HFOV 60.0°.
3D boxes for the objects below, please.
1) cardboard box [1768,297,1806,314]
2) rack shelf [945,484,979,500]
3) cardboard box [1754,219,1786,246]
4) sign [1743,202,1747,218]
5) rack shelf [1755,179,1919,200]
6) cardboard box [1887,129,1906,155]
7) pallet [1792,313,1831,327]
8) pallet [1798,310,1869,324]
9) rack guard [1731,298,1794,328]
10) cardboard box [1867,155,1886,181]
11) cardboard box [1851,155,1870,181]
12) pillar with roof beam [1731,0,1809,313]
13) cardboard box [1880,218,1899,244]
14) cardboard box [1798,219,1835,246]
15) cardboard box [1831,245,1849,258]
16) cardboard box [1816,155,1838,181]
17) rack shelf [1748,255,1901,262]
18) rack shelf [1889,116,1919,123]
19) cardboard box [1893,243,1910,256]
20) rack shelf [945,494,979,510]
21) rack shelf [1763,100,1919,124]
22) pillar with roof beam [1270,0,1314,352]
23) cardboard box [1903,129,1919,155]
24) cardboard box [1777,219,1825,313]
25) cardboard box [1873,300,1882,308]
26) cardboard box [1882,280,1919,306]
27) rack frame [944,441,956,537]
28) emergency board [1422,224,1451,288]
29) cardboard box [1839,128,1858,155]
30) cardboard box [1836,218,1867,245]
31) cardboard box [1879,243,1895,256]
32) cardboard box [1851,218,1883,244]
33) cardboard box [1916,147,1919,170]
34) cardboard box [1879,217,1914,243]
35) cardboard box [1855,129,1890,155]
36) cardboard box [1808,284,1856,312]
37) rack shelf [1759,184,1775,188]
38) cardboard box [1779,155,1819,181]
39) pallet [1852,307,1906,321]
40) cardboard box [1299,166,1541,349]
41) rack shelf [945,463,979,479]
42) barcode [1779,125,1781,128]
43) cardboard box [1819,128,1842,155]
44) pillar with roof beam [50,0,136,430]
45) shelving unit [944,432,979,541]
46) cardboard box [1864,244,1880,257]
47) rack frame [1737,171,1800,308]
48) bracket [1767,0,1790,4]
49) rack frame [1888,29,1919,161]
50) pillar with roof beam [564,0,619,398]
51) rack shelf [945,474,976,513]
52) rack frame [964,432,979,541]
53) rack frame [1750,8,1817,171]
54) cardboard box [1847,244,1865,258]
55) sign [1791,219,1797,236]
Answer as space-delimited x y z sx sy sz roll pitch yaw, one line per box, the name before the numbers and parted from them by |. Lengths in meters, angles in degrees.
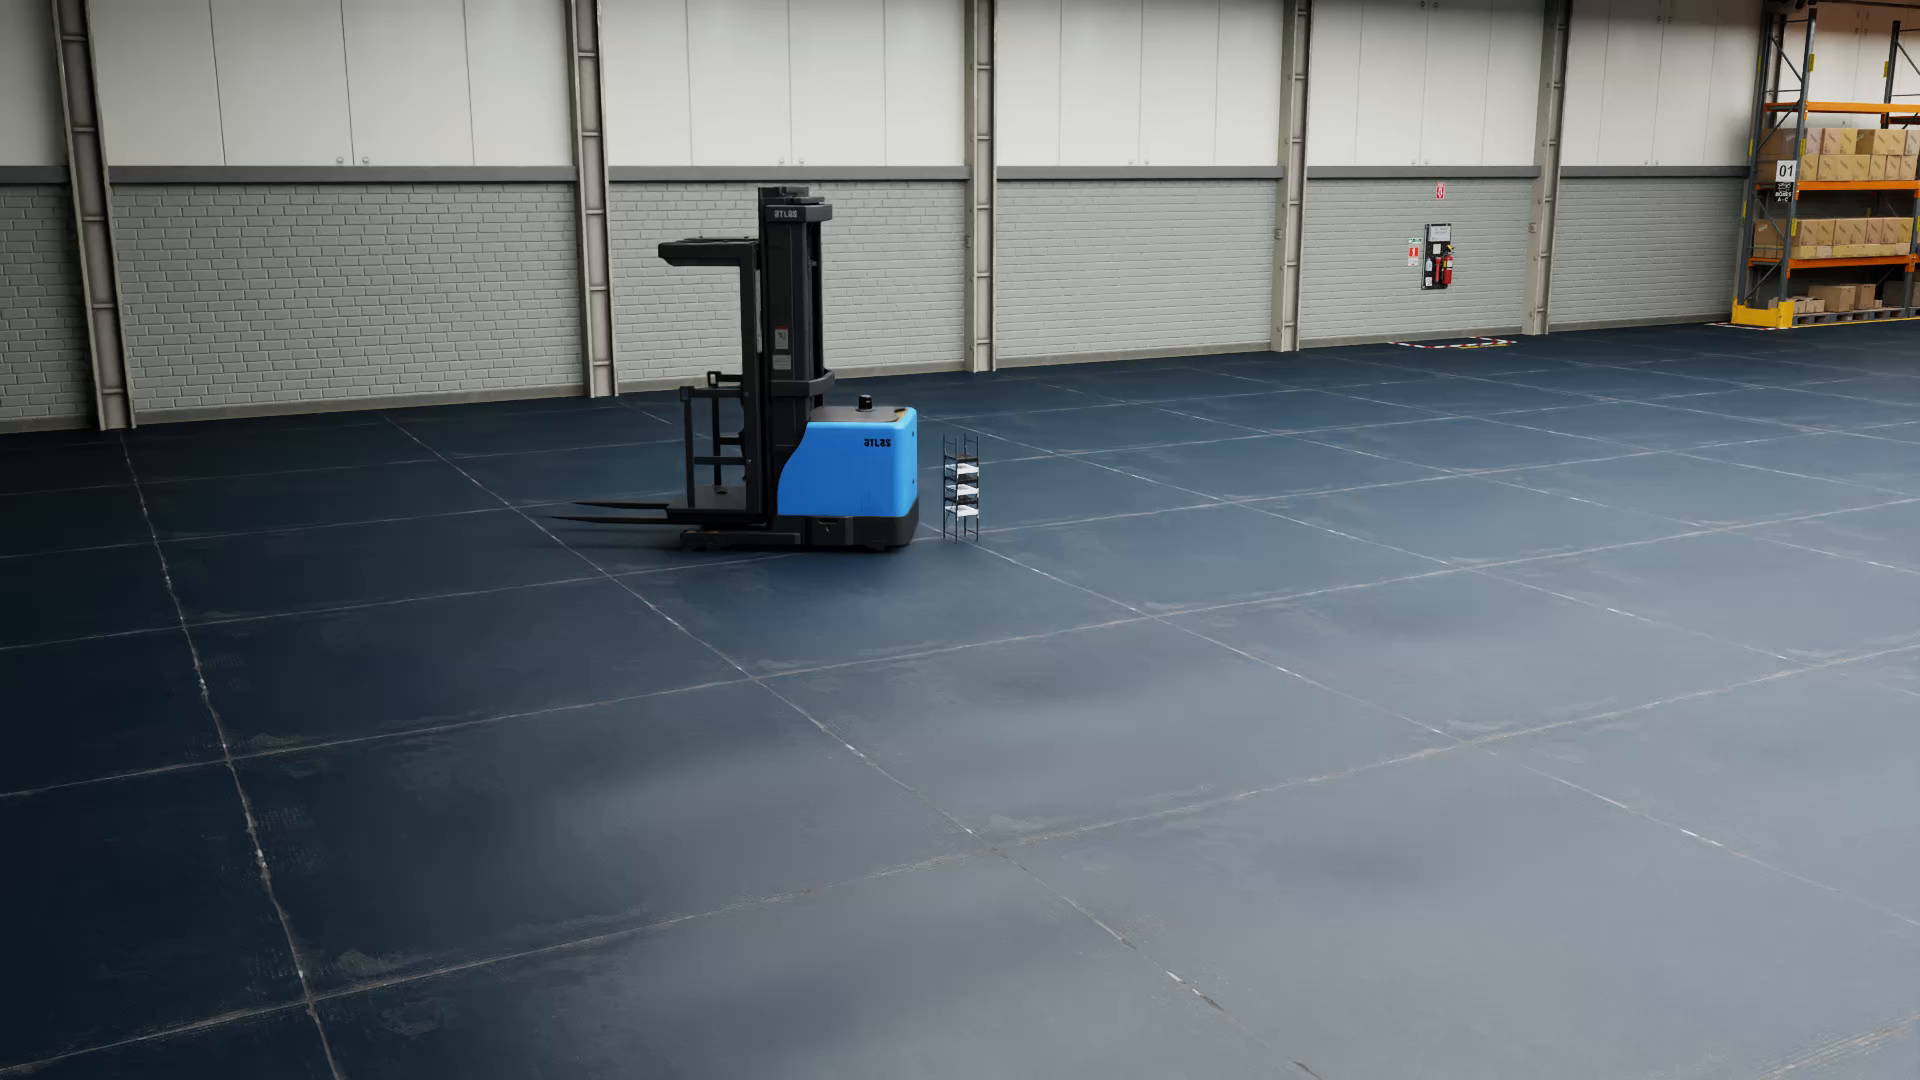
cardboard box | 16.559 -4.704 33.299 0.500 0.311 0.500 -9 15 -34
rack shelf | 0.007 -0.407 14.021 0.200 0.077 0.258 -7 14 -28
cardboard box | 16.220 -6.138 33.140 0.500 0.500 0.500 -7 14 -28
sign | 25.773 -5.995 26.807 11.725 1.973 20.841 -7 14 -28
rack shelf | 17.664 -7.068 33.491 4.000 0.370 1.077 -7 14 -28
cardboard box | 25.642 -5.667 26.837 7.127 2.151 19.182 -6 14 -25
pallet | 16.705 -4.472 33.497 1.213 0.211 1.003 -7 14 -28
pallet | 17.775 -4.599 34.064 1.213 0.211 1.003 -7 14 -28
rack guard | 15.975 -4.534 33.116 0.348 0.500 1.175 -7 14 -28
cardboard box | 18.176 -7.471 33.369 0.500 0.500 0.500 -7 15 -30
cardboard box | 17.724 -7.420 33.141 0.500 0.500 0.500 -6 14 -24
pillar with roof beam | 18.171 -8.083 29.529 0.548 9.000 9.100 -7 14 -28
cardboard box | 18.717 -6.306 33.884 0.500 0.500 0.500 -7 14 -28
cardboard box | 16.910 -6.090 32.926 0.500 0.500 0.500 -7 14 -28
cardboard box | 17.388 -5.782 33.265 0.500 0.250 0.500 -7 15 -29
cardboard box | 16.810 -7.304 32.626 0.500 0.500 0.500 -6 14 -24
rack shelf | 17.664 -5.735 33.791 3.809 0.052 0.919 -7 14 -28
rack shelf | 21.175 -8.853 35.054 3.809 0.124 0.919 -7 14 -28
cardboard box | 19.149 -5.994 34.209 0.500 0.250 0.500 -7 14 -28
rack shelf | 0.007 -0.320 14.041 0.200 0.077 0.258 -7 14 -28
rack shelf | 17.664 -8.530 33.162 4.000 0.370 1.077 -7 14 -28
pillar with roof beam | 7.638 -6.820 23.919 0.400 9.000 9.100 -7 14 -28
cardboard box | 19.110 -8.071 33.757 0.550 0.500 0.550 -7 14 -27
cardboard box | 16.760 -5.445 33.112 1.284 1.840 0.795 -6 14 -23
cardboard box | 18.964 -4.936 34.663 0.250 0.166 0.380 -9 16 -35
cardboard box | 20.058 -5.242 35.260 0.500 0.500 0.700 -6 14 -26
rack frame | -0.082 -0.429 13.966 0.003 0.785 0.228 -7 14 -28
emergency board | 8.627 -5.103 29.951 0.585 1.158 0.155 -7 14 -28
cardboard box | 17.272 -7.848 32.766 0.500 0.500 0.500 -6 14 -26
cardboard box | 17.814 -6.200 33.414 0.500 0.500 0.500 -6 14 -26
cardboard box | 18.708 -5.944 33.983 0.500 0.250 0.500 -7 14 -28
cardboard box | 18.270 -6.255 33.658 0.500 0.500 0.500 -7 15 -29
cardboard box | 19.938 -7.925 34.477 0.500 0.500 0.500 -5 13 -20
cardboard box | 19.153 -6.359 34.122 0.500 0.500 0.500 -7 14 -28
cardboard box | 18.180 -7.954 33.239 0.500 0.500 0.500 -7 15 -30
cardboard box | 17.727 -4.923 33.845 0.500 0.500 0.700 -8 15 -31
rack shelf | 17.664 -7.138 33.475 3.687 0.071 0.831 -7 14 -28
cardboard box | 16.322 -7.254 32.406 0.500 0.500 0.500 -6 14 -26
pallet | 18.847 -4.728 34.638 1.213 0.211 1.003 -7 14 -28
cardboard box | 17.589 -3.166 20.555 14.073 3.347 25.570 -7 14 -27
rack shelf | 0.007 -0.583 13.982 0.200 0.077 0.258 -7 14 -28
barcode | 16.292 -8.209 33.050 0.075 0.075 0.001 -7 14 -28
cardboard box | 16.828 -7.792 32.517 0.500 0.500 0.500 -7 14 -29
pillar with roof beam | -8.161 -4.927 15.505 0.400 9.000 9.100 -7 14 -28
shelving unit | 0.008 -0.440 14.015 0.208 0.900 0.258 -7 14 -28
cardboard box | 18.274 -5.888 33.735 0.500 0.250 0.500 -7 14 -28
rack frame | 15.909 -5.745 32.806 0.127 3.000 1.000 -7 14 -28
bracket | 15.914 -10.556 32.322 0.430 0.232 0.235 -7 14 -28
rack frame | 19.421 -9.092 34.014 0.053 2.616 0.949 -7 14 -28
pillar with roof beam | -2.894 -5.558 18.310 0.400 9.000 9.100 -7 14 -28
rack shelf | 0.007 -0.391 14.025 0.190 0.281 0.221 -7 14 -28
rack frame | 0.096 -0.451 14.062 0.006 0.900 0.240 -7 14 -28
rack frame | 15.909 -8.672 32.147 0.127 3.000 1.000 -7 14 -28
cardboard box | 17.833 -5.835 33.499 0.500 0.250 0.500 -7 14 -27
sign | 16.169 -6.063 32.247 0.005 0.325 0.100 -7 14 -28
